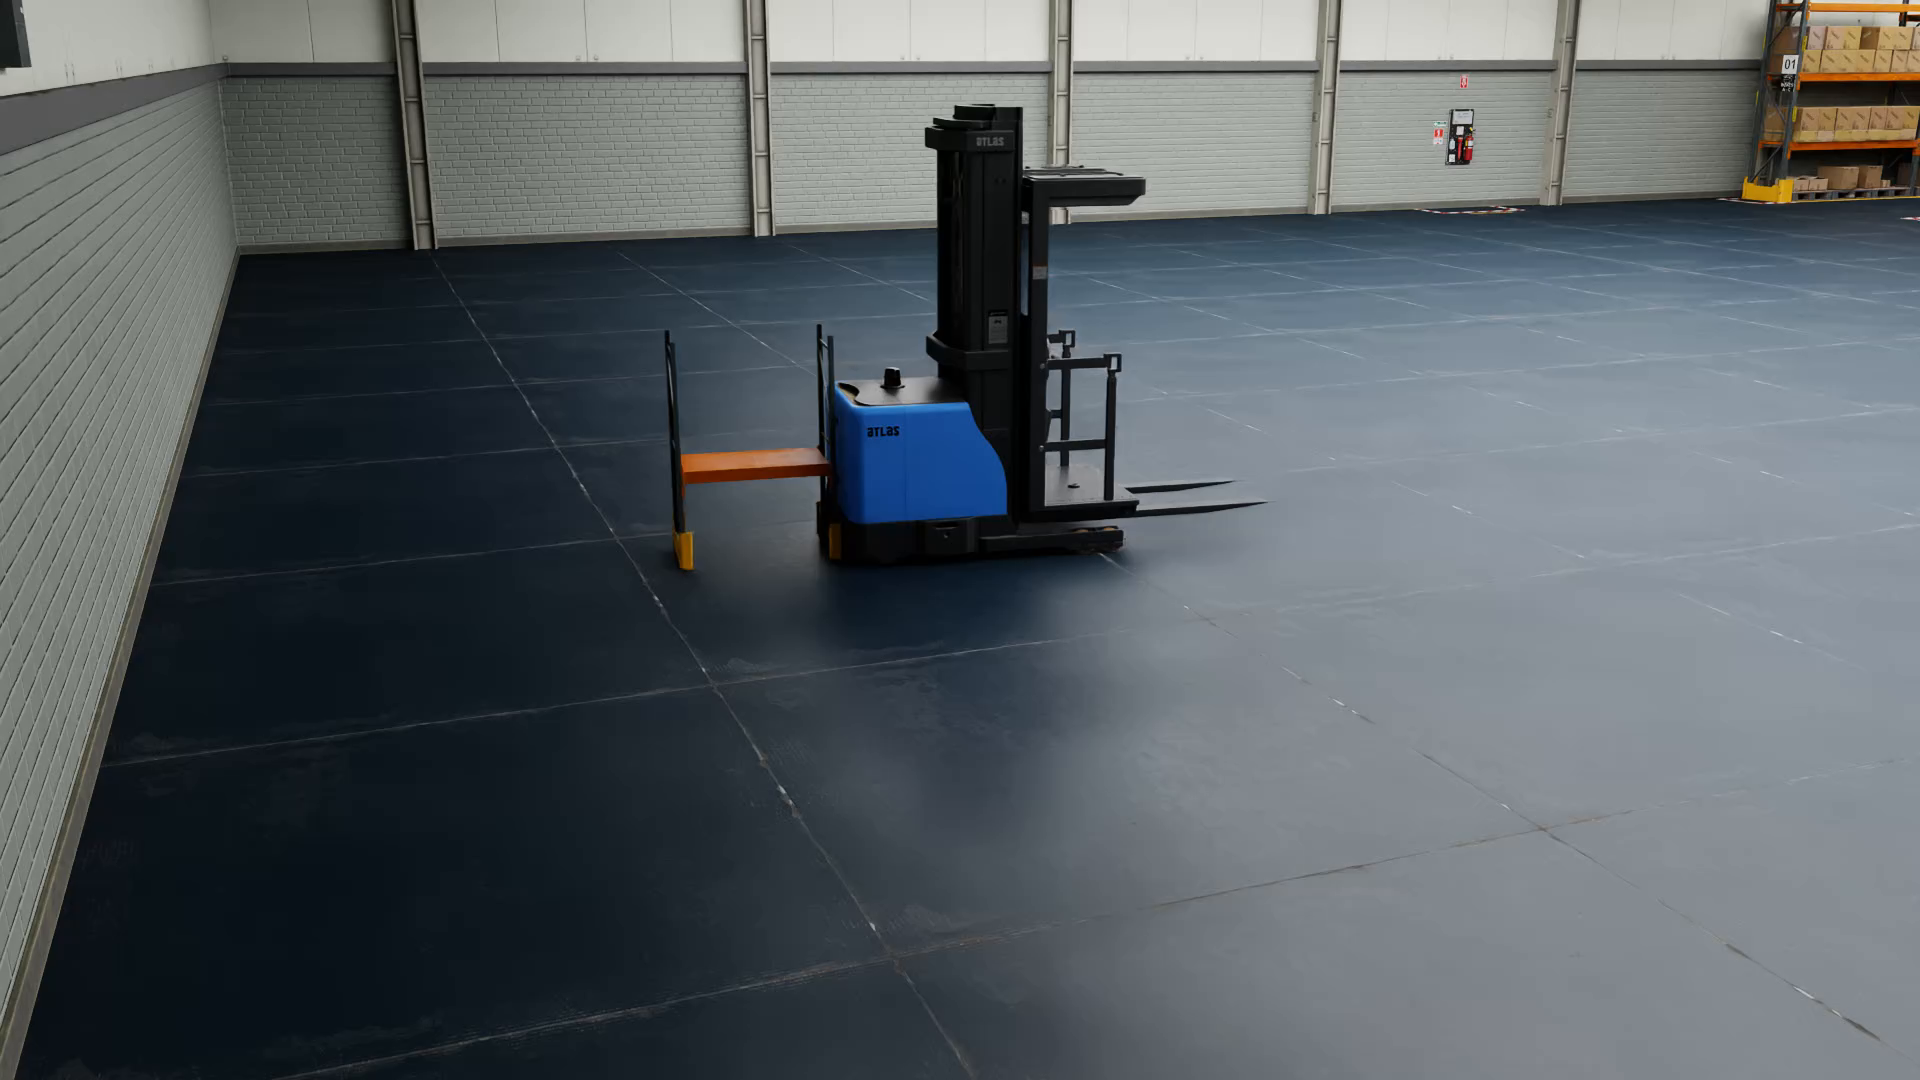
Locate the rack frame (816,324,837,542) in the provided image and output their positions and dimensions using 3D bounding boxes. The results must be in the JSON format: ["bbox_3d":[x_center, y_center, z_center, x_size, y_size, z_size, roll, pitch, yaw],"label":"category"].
[{"bbox_3d":[-0.896,-0.672,11.224,0.032,1.500,0.500,-4,17,-13],"label":"rack frame"}]

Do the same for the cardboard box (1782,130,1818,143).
[{"bbox_3d":[18.979,-9.125,37.579,0.500,0.250,0.500,-7,18,-22],"label":"cardboard box"}]

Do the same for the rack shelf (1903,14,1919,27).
[{"bbox_3d":[24.012,-12.168,39.050,4.000,0.370,1.077,-6,17,-20],"label":"rack shelf"}]

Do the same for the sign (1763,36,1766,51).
[{"bbox_3d":[18.229,-11.234,37.634,0.005,0.325,0.100,-6,17,-20],"label":"sign"}]

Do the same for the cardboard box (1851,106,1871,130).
[{"bbox_3d":[20.390,-9.641,38.005,0.500,0.500,0.500,-6,17,-18],"label":"cardboard box"}]

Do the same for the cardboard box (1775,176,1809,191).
[{"bbox_3d":[19.088,-8.189,38.151,0.500,0.311,0.500,-8,18,-26],"label":"cardboard box"}]

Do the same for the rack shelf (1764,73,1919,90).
[{"bbox_3d":[20.277,-10.517,38.043,4.000,0.370,1.077,-6,17,-20],"label":"rack shelf"}]

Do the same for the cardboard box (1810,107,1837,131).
[{"bbox_3d":[19.428,-9.535,37.645,0.500,0.500,0.500,-6,17,-20],"label":"cardboard box"}]

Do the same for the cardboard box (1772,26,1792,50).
[{"bbox_3d":[18.718,-11.310,37.479,0.500,0.500,0.500,-5,17,-18],"label":"cardboard box"}]

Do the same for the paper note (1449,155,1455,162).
[{"bbox_3d":[10.639,-8.253,35.944,0.142,0.148,0.016,-6,17,-20],"label":"paper note"}]

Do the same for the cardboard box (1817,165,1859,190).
[{"bbox_3d":[20.323,-8.398,38.527,0.500,0.500,0.700,-7,18,-24],"label":"cardboard box"}]

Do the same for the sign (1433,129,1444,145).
[{"bbox_3d":[10.276,-8.664,35.716,0.234,0.329,0.001,-6,17,-20],"label":"sign"}]

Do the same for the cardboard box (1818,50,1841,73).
[{"bbox_3d":[19.325,-10.731,37.281,0.500,0.500,0.500,-5,17,-16],"label":"cardboard box"}]

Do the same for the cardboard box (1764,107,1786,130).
[{"bbox_3d":[18.773,-9.623,37.942,0.500,0.500,0.500,-6,18,-21],"label":"cardboard box"}]

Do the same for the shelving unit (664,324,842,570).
[{"bbox_3d":[-1.381,-0.638,11.108,1.083,1.500,0.587,-4,17,-13],"label":"shelving unit"}]

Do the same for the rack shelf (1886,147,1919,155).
[{"bbox_3d":[24.012,-9.481,39.839,4.000,0.370,1.077,-6,17,-20],"label":"rack shelf"}]

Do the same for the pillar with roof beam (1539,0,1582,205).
[{"bbox_3d":[14.691,-10.661,31.930,0.400,9.000,9.100,-6,17,-20],"label":"pillar with roof beam"}]

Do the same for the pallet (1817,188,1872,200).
[{"bbox_3d":[20.389,-8.086,38.759,1.213,0.211,1.003,-6,17,-20],"label":"pallet"}]

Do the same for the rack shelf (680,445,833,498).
[{"bbox_3d":[-1.389,-0.464,11.156,1.000,0.185,0.538,-4,17,-13],"label":"rack shelf"}]

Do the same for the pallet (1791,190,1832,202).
[{"bbox_3d":[19.251,-7.964,38.343,1.213,0.211,1.003,-6,17,-20],"label":"pallet"}]

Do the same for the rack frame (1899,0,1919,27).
[{"bbox_3d":[22.144,-12.503,38.205,0.127,3.000,1.000,-6,17,-20],"label":"rack frame"}]

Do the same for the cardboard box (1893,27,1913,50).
[{"bbox_3d":[21.263,-11.421,37.856,0.500,0.500,0.500,-5,17,-17],"label":"cardboard box"}]

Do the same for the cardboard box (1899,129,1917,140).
[{"bbox_3d":[21.811,-9.435,38.635,0.500,0.250,0.500,-6,17,-20],"label":"cardboard box"}]

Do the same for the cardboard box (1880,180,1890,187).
[{"bbox_3d":[21.656,-8.415,39.177,0.250,0.166,0.380,-9,18,-27],"label":"cardboard box"}]

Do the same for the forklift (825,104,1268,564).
[{"bbox_3d":[0.628,-1.451,11.336,3.031,2.935,1.130,-4,17,-13],"label":"forklift"}]

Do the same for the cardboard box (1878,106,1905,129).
[{"bbox_3d":[21.350,-9.742,38.347,0.500,0.500,0.500,-6,17,-20],"label":"cardboard box"}]

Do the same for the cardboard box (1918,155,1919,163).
[{"bbox_3d":[23.236,-9.120,39.657,0.500,0.250,0.500,-7,18,-21],"label":"cardboard box"}]

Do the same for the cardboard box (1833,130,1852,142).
[{"bbox_3d":[19.936,-9.231,37.939,0.500,0.250,0.500,-6,18,-21],"label":"cardboard box"}]

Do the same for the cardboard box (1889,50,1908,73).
[{"bbox_3d":[21.284,-10.958,38.054,0.500,0.500,0.500,-8,18,-25],"label":"cardboard box"}]

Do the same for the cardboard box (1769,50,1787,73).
[{"bbox_3d":[18.708,-10.827,37.608,0.500,0.500,0.500,-5,17,-16],"label":"cardboard box"}]

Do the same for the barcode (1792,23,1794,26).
[{"bbox_3d":[18.893,-11.680,37.707,0.075,0.075,0.001,-6,17,-20],"label":"barcode"}]

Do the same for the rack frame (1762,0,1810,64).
[{"bbox_3d":[18.409,-12.100,36.832,0.127,3.000,1.000,-6,17,-20],"label":"rack frame"}]

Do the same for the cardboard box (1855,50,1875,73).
[{"bbox_3d":[20.301,-10.844,37.666,0.500,0.500,0.500,-5,17,-17],"label":"cardboard box"}]

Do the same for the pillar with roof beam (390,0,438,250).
[{"bbox_3d":[-7.720,-8.241,23.690,0.400,9.000,9.100,-6,17,-20],"label":"pillar with roof beam"}]

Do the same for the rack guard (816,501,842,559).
[{"bbox_3d":[-0.898,-0.072,11.400,0.087,0.250,0.587,-4,17,-13],"label":"rack guard"}]

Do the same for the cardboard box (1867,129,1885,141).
[{"bbox_3d":[20.878,-9.332,38.285,0.500,0.250,0.500,-6,17,-20],"label":"cardboard box"}]

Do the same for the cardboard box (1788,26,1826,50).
[{"bbox_3d":[18.856,-11.173,37.012,0.500,0.500,0.500,-8,18,-24],"label":"cardboard box"}]

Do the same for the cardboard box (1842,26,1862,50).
[{"bbox_3d":[19.817,-11.265,37.324,0.500,0.500,0.500,-6,17,-19],"label":"cardboard box"}]

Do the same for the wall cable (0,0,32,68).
[{"bbox_3d":[-4.595,-5.268,7.530,0.169,6.003,2.305,-6,17,-20],"label":"wall cable"}]

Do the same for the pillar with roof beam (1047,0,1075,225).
[{"bbox_3d":[3.486,-9.451,27.810,0.400,9.000,9.100,-6,17,-20],"label":"pillar with roof beam"}]

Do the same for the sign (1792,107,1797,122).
[{"bbox_3d":[18.604,-9.494,37.069,0.005,0.325,0.100,-6,17,-20],"label":"sign"}]

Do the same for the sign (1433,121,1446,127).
[{"bbox_3d":[10.284,-8.917,35.635,0.331,0.109,0.001,-6,17,-20],"label":"sign"}]
